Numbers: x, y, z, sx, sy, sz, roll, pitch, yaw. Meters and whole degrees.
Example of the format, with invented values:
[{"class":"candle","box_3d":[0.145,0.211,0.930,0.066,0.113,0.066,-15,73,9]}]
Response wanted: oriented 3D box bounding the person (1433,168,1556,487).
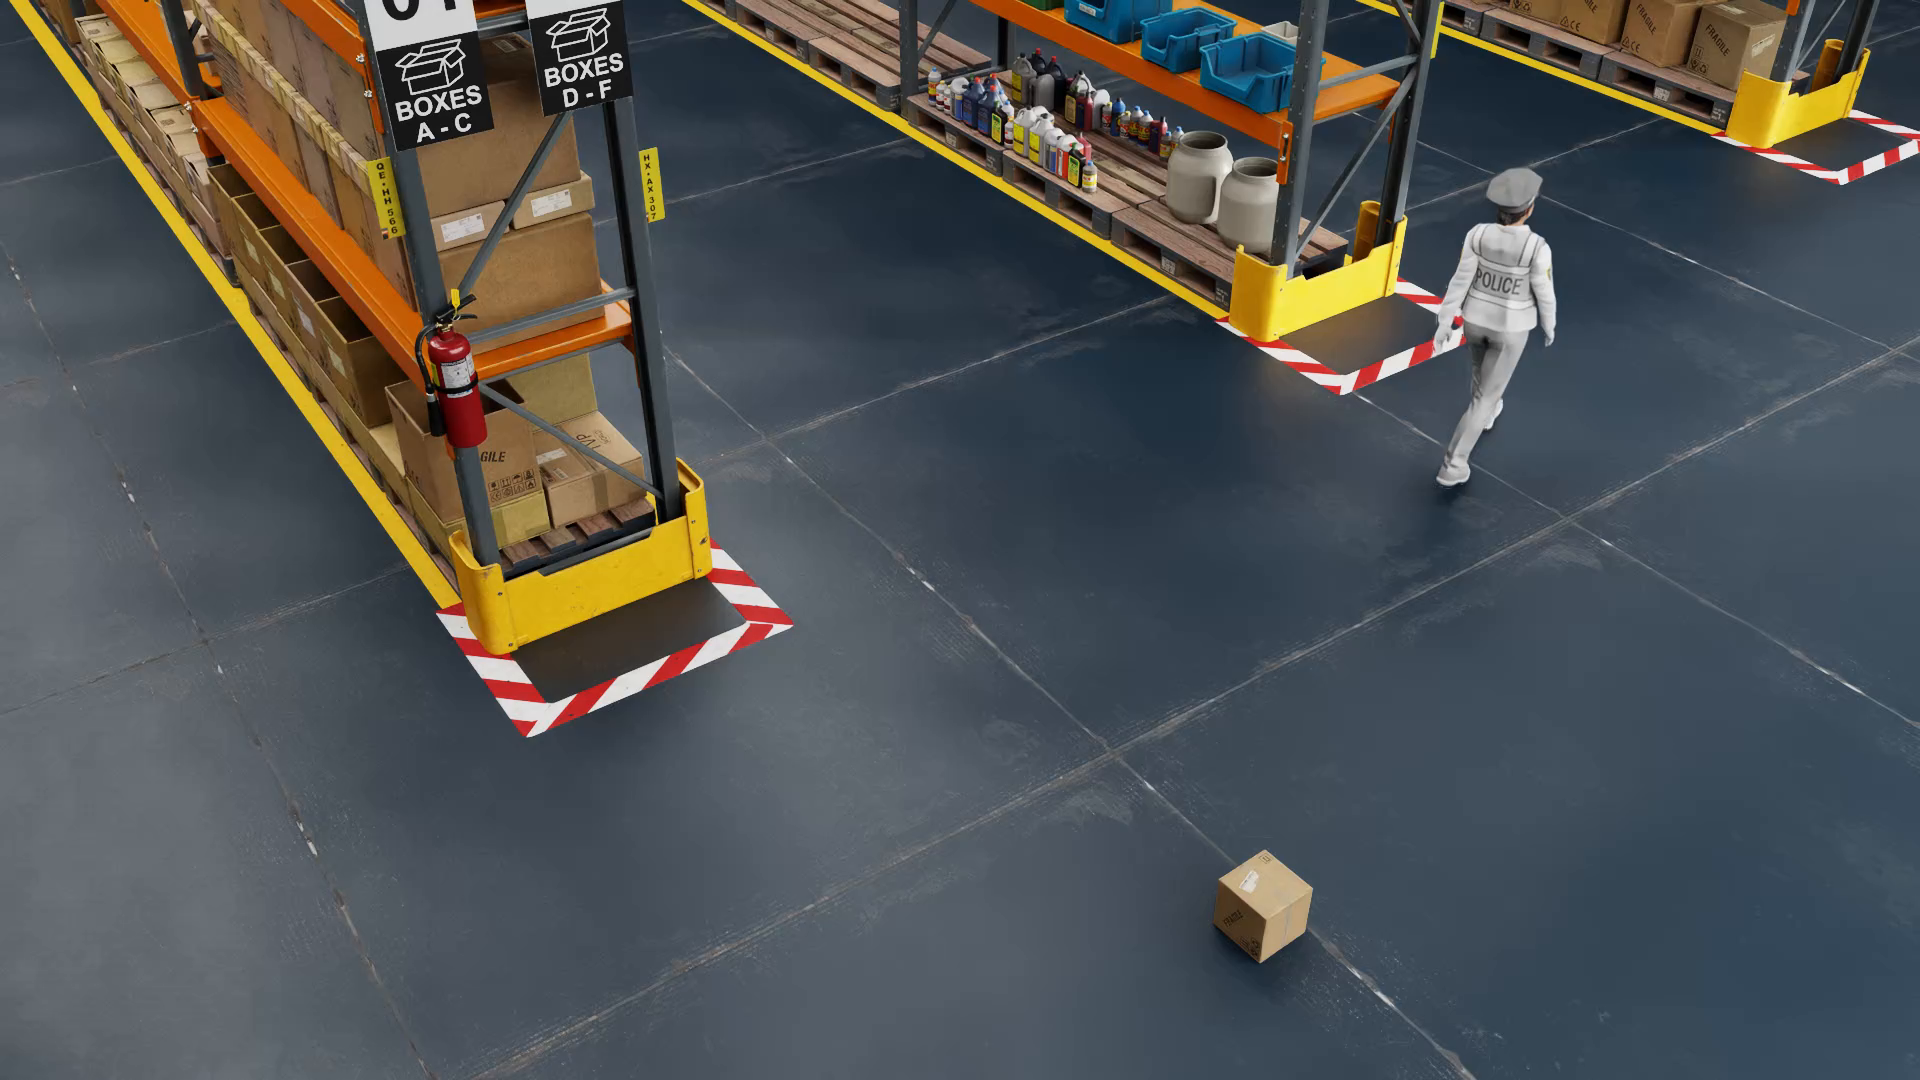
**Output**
[{"class":"person","box_3d":[2.767,-1.130,8.503,0.520,1.637,1.012,29,45,33]}]
